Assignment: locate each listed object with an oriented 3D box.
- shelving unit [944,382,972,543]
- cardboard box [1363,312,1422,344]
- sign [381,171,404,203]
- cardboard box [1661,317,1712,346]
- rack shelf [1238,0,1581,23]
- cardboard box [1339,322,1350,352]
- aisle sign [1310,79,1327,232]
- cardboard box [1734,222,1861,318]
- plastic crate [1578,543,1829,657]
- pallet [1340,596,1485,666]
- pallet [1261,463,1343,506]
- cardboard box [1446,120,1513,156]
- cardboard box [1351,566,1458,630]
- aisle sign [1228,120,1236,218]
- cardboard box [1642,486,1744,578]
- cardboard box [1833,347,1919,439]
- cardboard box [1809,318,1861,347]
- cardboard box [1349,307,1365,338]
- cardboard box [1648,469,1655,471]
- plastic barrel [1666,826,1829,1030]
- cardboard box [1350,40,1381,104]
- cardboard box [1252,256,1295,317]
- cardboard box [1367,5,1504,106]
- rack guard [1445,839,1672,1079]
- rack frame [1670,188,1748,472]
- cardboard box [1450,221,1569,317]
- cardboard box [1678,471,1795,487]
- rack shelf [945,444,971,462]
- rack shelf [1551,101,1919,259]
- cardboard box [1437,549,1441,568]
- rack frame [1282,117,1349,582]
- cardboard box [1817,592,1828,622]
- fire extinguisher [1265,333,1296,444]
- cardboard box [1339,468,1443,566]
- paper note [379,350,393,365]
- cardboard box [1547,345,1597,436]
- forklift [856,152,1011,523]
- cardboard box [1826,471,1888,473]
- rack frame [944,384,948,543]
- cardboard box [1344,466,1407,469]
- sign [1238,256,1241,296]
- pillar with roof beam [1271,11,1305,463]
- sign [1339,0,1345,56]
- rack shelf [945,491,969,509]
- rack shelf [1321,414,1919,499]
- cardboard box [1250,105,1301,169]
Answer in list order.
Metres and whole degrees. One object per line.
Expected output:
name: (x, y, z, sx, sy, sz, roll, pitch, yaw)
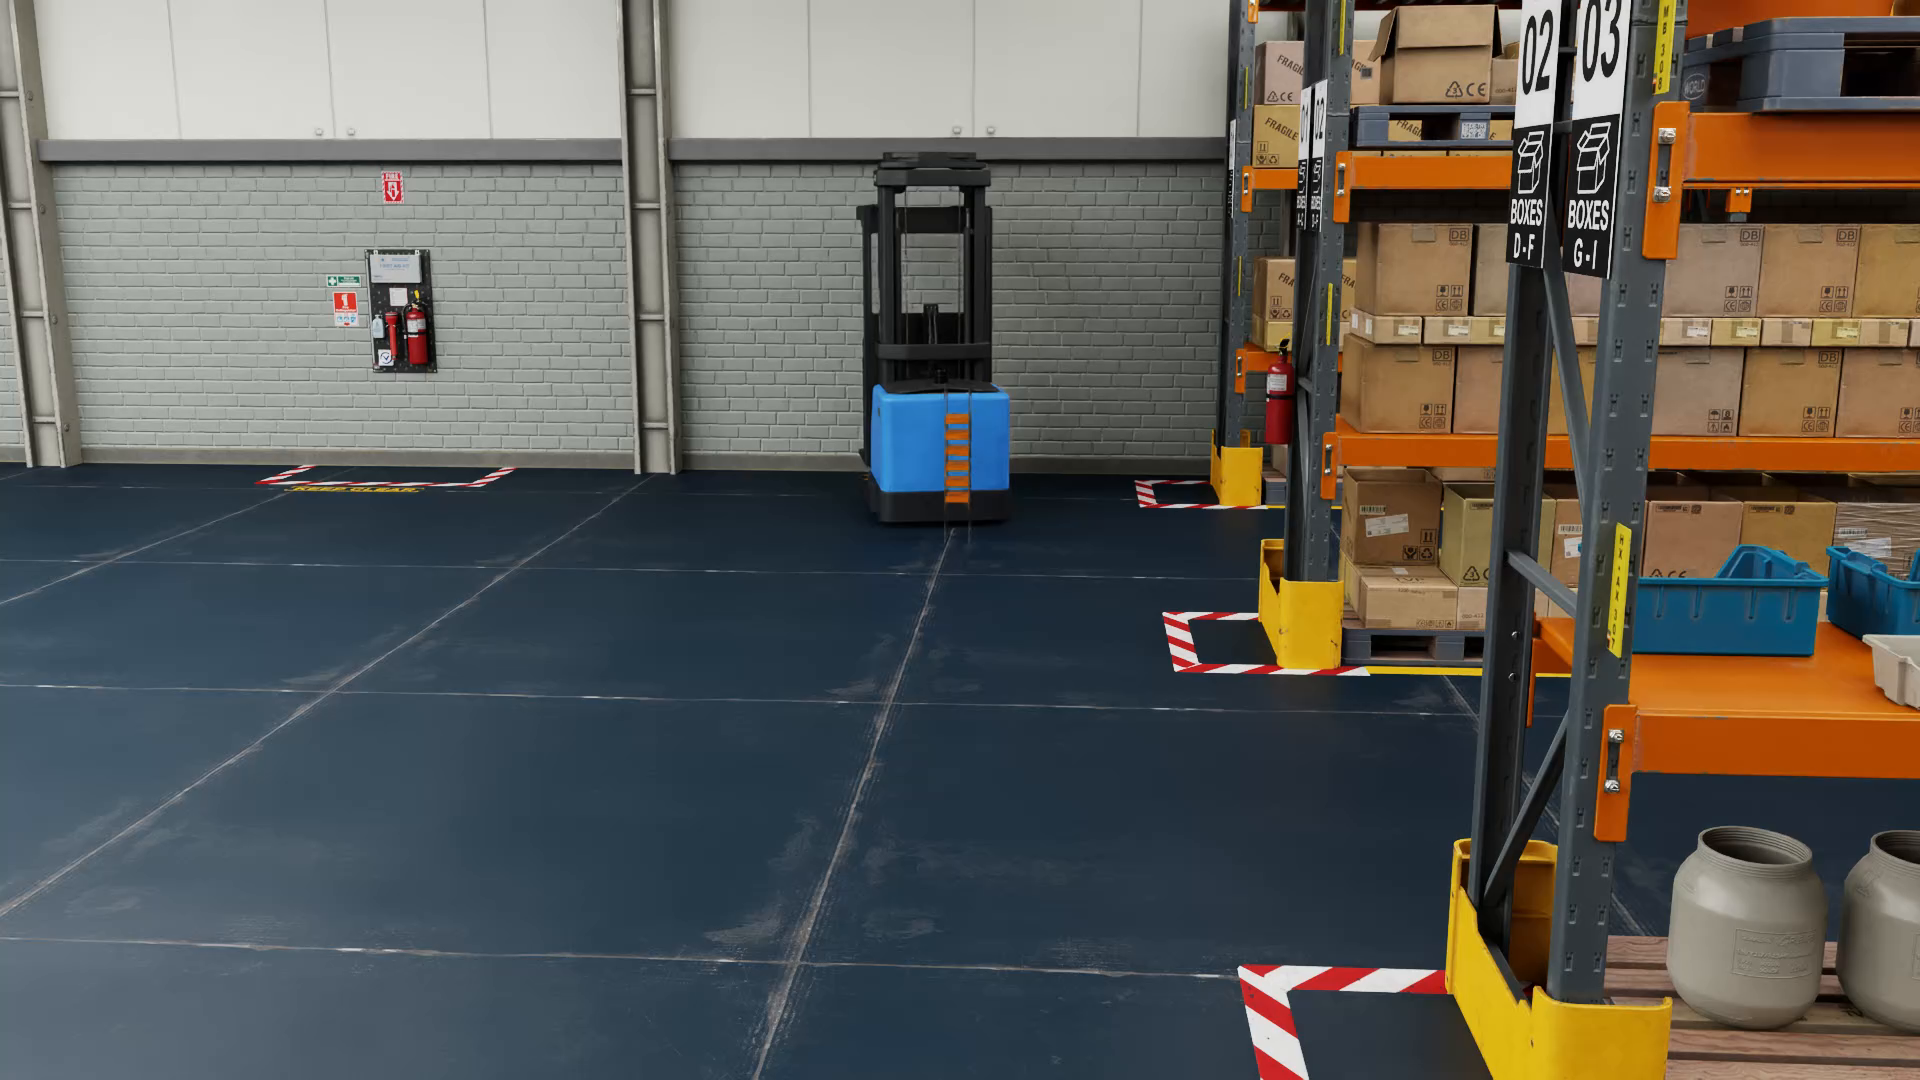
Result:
shelving unit: (-0.014, -0.587, 12.646, 0.189, 1.200, 0.258, 1, 12, 4)
cardboard box: (2.403, -1.180, 9.256, 0.250, 0.149, 0.380, 1, 12, 3)
sign: (-5.341, -3.321, 15.657, 0.199, 0.298, 0.001, 1, 12, 4)
cardboard box: (3.937, -1.159, 9.154, 0.250, 0.149, 0.380, 1, 12, 4)
rack shelf: (4.349, -4.431, 13.735, 4.000, 0.370, 1.077, 1, 12, 4)
cardboard box: (3.338, -1.736, 14.058, 0.500, 0.250, 0.500, 0, 12, 2)
aisle sign: (1.940, -2.074, 9.007, 0.004, 0.787, 0.394, 1, 12, 4)
cardboard box: (4.570, -1.511, 9.252, 0.500, 0.500, 0.700, 1, 12, 4)
plastic crate: (2.211, 0.167, 5.006, 0.616, 0.251, 0.499, 1, 12, 4)
pallet: (2.792, 0.504, 9.845, 1.213, 0.211, 1.003, 1, 12, 4)
pallet: (3.237, -0.491, 14.599, 1.213, 0.211, 1.003, 1, 12, 4)
cardboard box: (4.258, -3.323, 13.707, 0.500, 0.500, 0.500, 2, 12, 7)
cardboard box: (2.546, 0.330, 9.554, 0.500, 0.250, 0.500, 1, 12, 4)
aisle sign: (2.262, -3.087, 13.852, 0.004, 0.787, 0.394, 1, 12, 4)
cardboard box: (4.043, -0.016, 9.377, 0.500, 0.500, 0.500, 1, 12, 4)
cardboard box: (5.047, -0.868, 9.347, 0.500, 0.500, 0.700, 1, 12, 3)
cardboard box: (4.716, -1.149, 9.107, 0.250, 0.149, 0.380, 1, 12, 3)
cardboard box: (2.420, -1.263, 9.653, 0.250, 0.149, 0.380, 1, 12, 3)
cardboard box: (5.809, -0.650, 14.395, 0.250, 0.166, 0.380, -1, 12, -4)
plastic barrel: (2.353, 1.154, 4.974, 0.421, 0.512, 0.421, 0, 12, 0)
cardboard box: (3.219, -3.819, 13.640, 0.500, 0.500, 0.500, 1, 12, 3)
cardboard box: (2.838, -2.216, 14.520, 0.500, 0.500, 0.500, 1, 12, 3)
cardboard box: (2.599, -2.647, 9.151, 0.637, 0.503, 0.797, 2, 12, 8)
rack guard: (1.770, 1.364, 5.028, 0.348, 0.500, 1.175, 1, 12, 4)
rack frame: (6.344, -1.820, 14.145, 0.127, 3.000, 1.000, 1, 12, 4)
cardboard box: (3.069, -1.531, 9.350, 0.500, 0.500, 0.700, 0, 12, 2)
cardboard box: (4.578, -0.119, 9.870, 0.500, 0.500, 0.500, 1, 12, 4)
rack shelf: (-0.014, -0.661, 12.631, 0.180, 0.103, 0.258, 1, 12, 4)
rack shelf: (3.687, -0.940, 4.367, 4.000, 0.370, 1.077, 1, 12, 4)
cardboard box: (3.081, 0.229, 10.039, 0.500, 0.250, 0.500, 1, 12, 4)
rack frame: (2.026, -0.863, 9.568, 0.127, 3.000, 1.000, 1, 12, 4)
cardboard box: (4.542, 0.358, 9.423, 0.500, 0.250, 0.500, 1, 12, 4)
fire extinguisher: (1.939, -0.922, 10.038, 0.183, 0.674, 0.296, 1, 12, 4)
cardboard box: (2.581, -0.143, 9.985, 0.500, 0.500, 0.500, 1, 12, 4)
paper note: (-5.512, -1.751, 15.966, 0.142, 0.148, 0.016, 1, 12, 4)
cardboard box: (3.510, -0.889, 9.447, 0.500, 0.500, 0.700, 1, 12, 4)
forklift: (-0.306, -1.820, 14.309, 1.130, 2.935, 3.031, -2, 12, -8)
cardboard box: (7.599, -0.809, 14.339, 0.500, 0.500, 0.700, 1, 12, 3)
rack frame: (-0.106, -0.589, 12.652, 0.006, 1.200, 0.240, 1, 12, 4)
cardboard box: (3.607, -0.739, 14.466, 0.500, 0.311, 0.500, 2, 12, 8)
sign: (2.317, -2.188, 13.788, 0.005, 0.325, 0.100, 1, 12, 4)
pillar with roof beam: (2.822, -4.099, 10.387, 0.400, 9.000, 9.100, 1, 12, 4)
sign: (1.983, -2.685, 8.622, 0.005, 0.325, 0.100, 1, 12, 4)
rack shelf: (-0.014, -0.309, 12.704, 0.180, 0.103, 0.258, 1, 12, 4)
rack shelf: (4.022, -0.484, 9.511, 4.000, 0.370, 1.077, 1, 12, 4)
cardboard box: (2.670, -3.346, 13.821, 0.500, 0.500, 0.500, 1, 12, 5)
